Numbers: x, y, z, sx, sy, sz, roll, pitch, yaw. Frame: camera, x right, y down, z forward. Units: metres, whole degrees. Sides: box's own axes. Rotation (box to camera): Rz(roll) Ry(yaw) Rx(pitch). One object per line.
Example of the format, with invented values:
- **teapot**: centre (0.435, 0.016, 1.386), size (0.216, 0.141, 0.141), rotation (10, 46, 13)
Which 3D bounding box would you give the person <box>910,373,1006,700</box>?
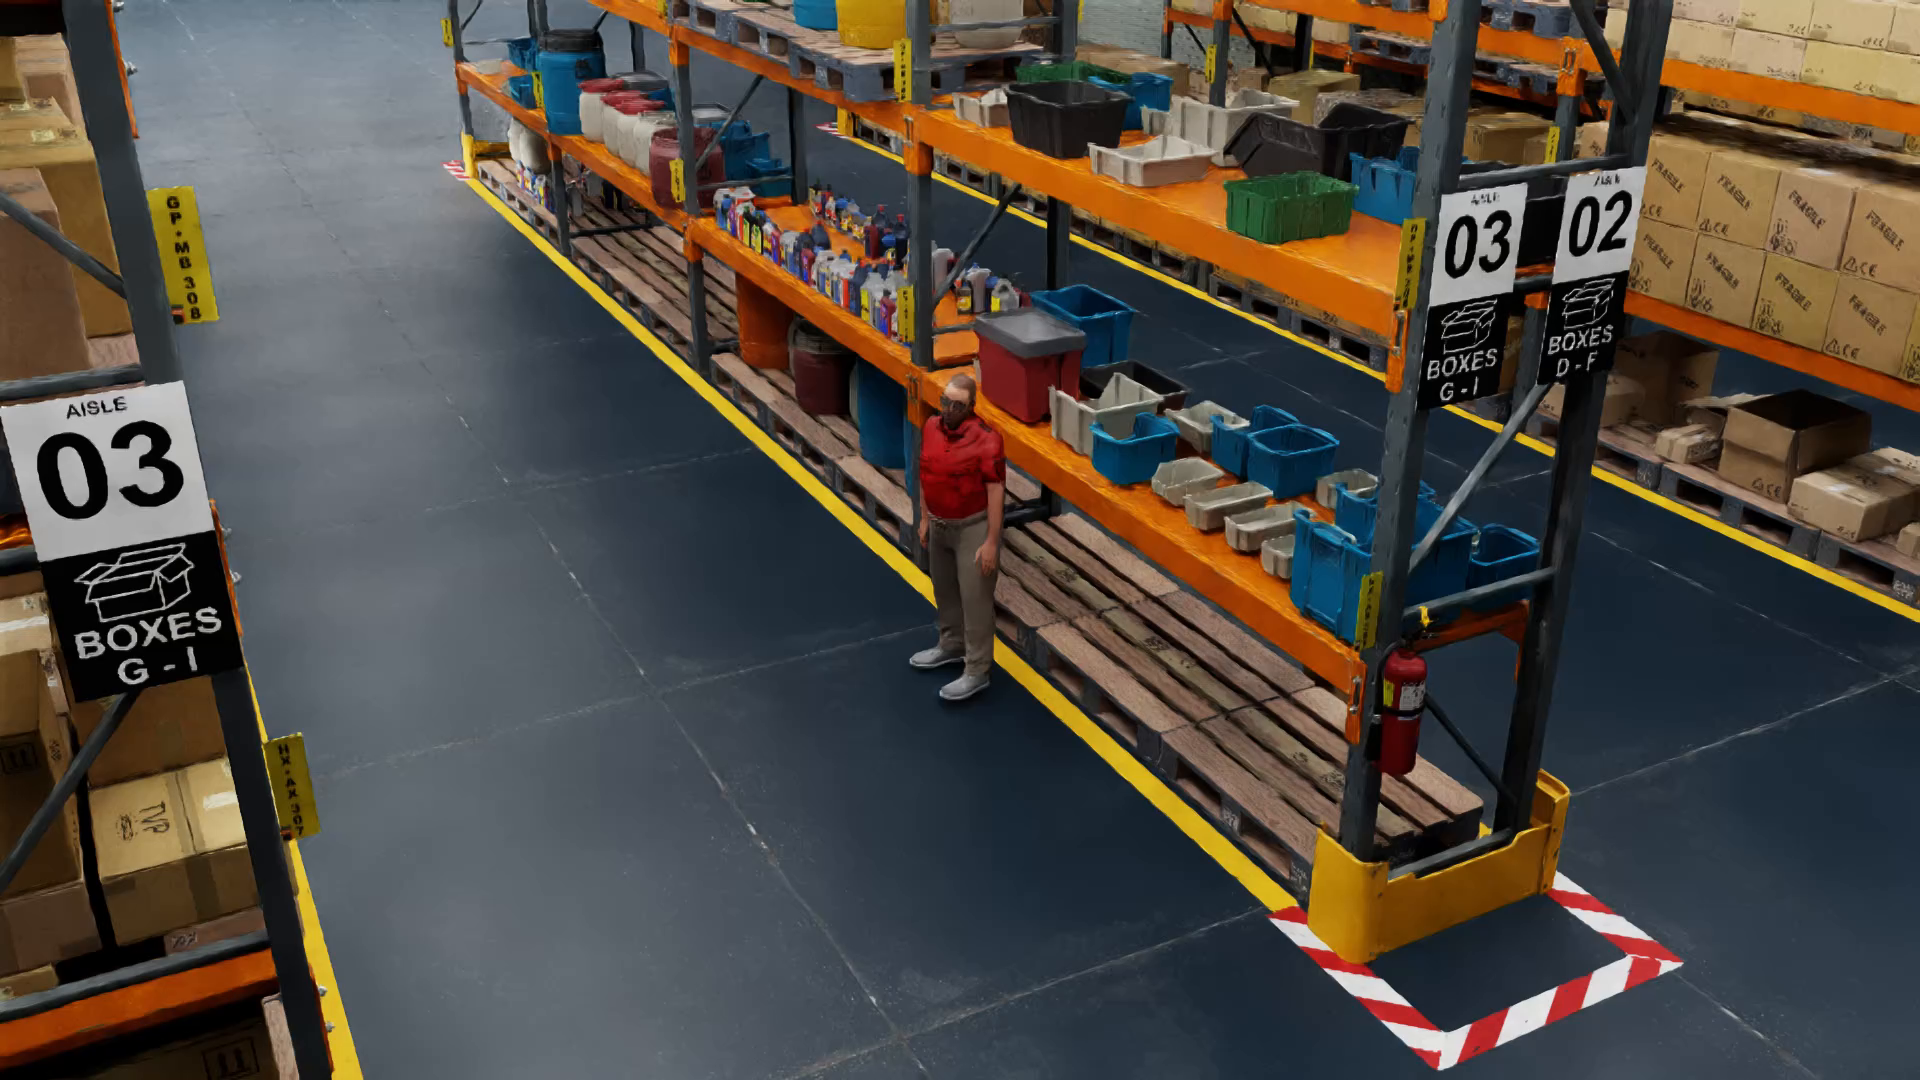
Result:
- **person**: centre (-0.039, -0.026, 8.625), size (0.608, 1.737, 0.473), rotation (22, 33, 39)
